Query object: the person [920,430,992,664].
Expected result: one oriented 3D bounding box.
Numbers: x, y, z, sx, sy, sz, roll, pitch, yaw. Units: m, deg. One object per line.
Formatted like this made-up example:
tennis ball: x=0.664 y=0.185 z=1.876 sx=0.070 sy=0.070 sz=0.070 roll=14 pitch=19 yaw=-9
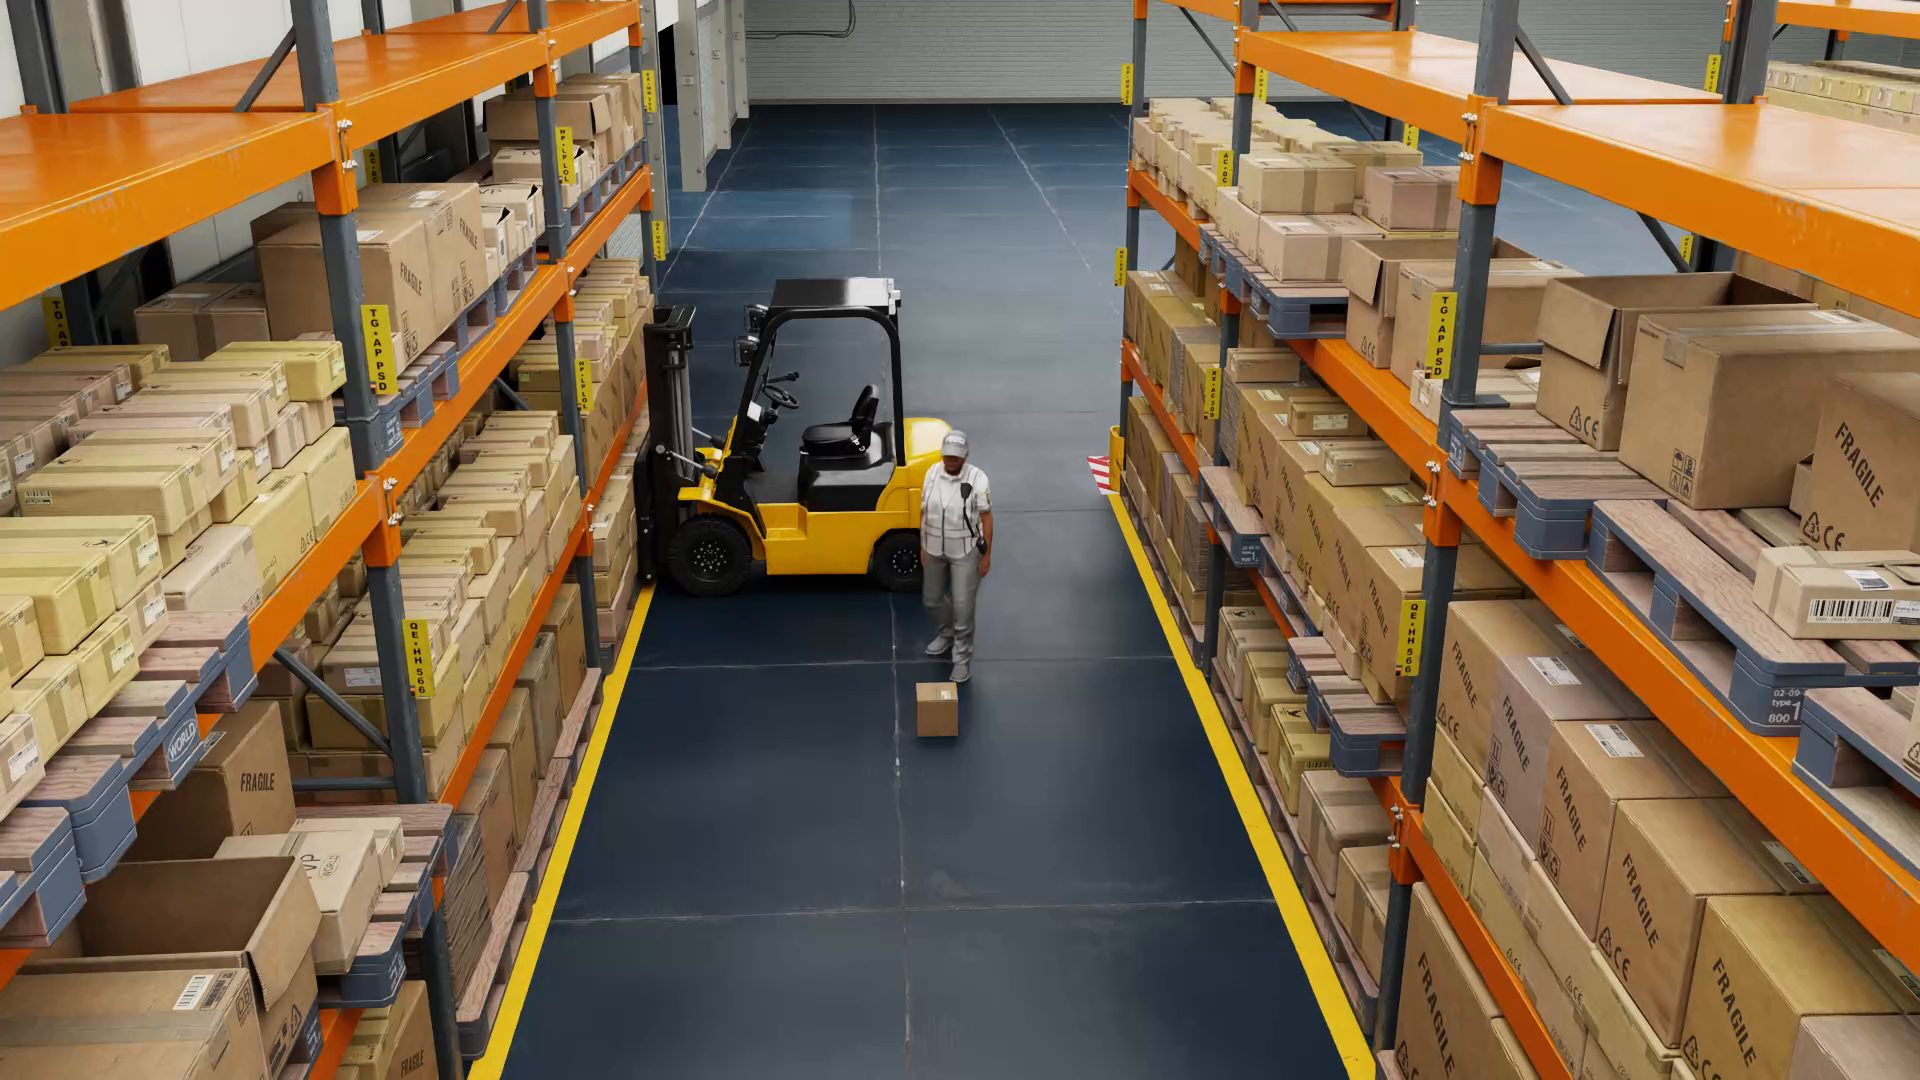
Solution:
person: x=-0.015 y=0.028 z=10.896 sx=0.485 sy=1.600 sz=0.511 roll=8 pitch=22 yaw=20
